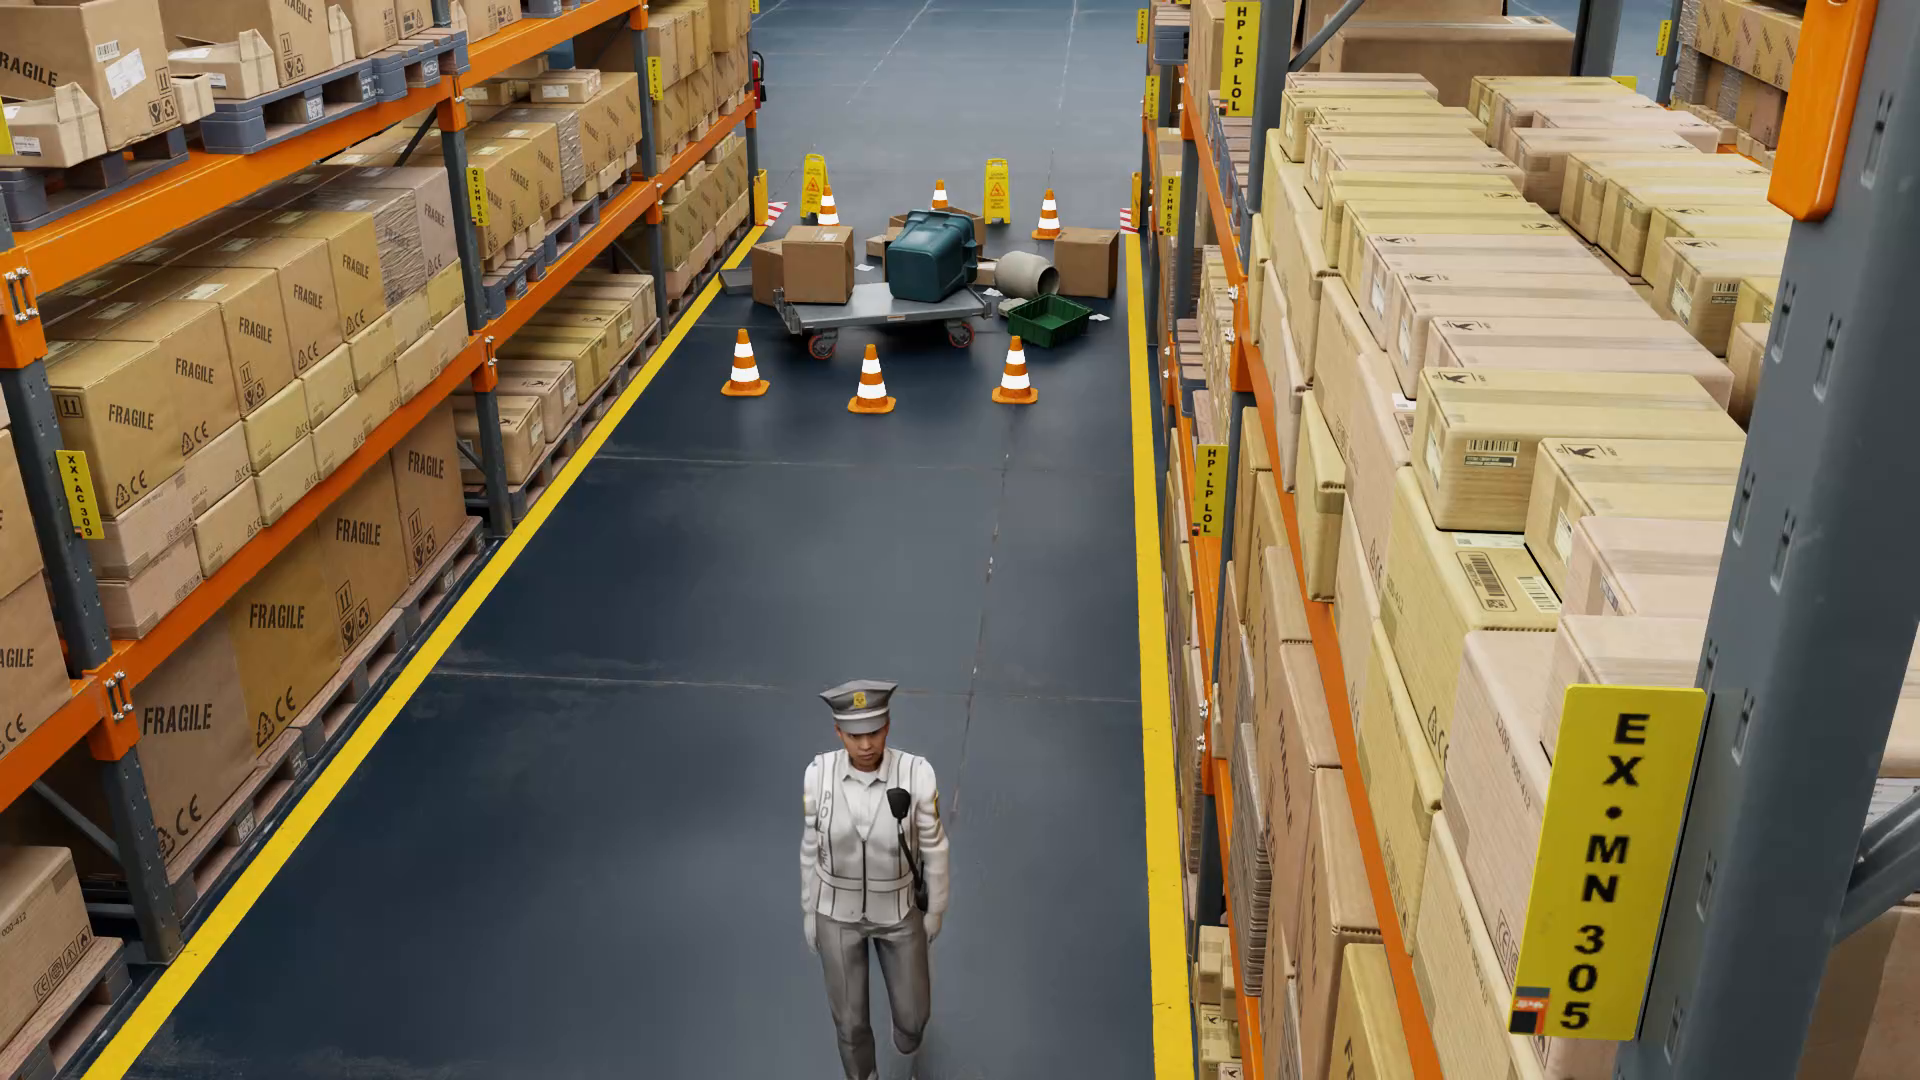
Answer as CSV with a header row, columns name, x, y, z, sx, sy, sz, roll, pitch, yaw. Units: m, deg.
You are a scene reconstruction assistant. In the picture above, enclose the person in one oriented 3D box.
name,x,y,z,sx,sy,sz,roll,pitch,yaw
person,-1.186,-0.643,6.668,6.295,2.361,21.617,1,25,1
